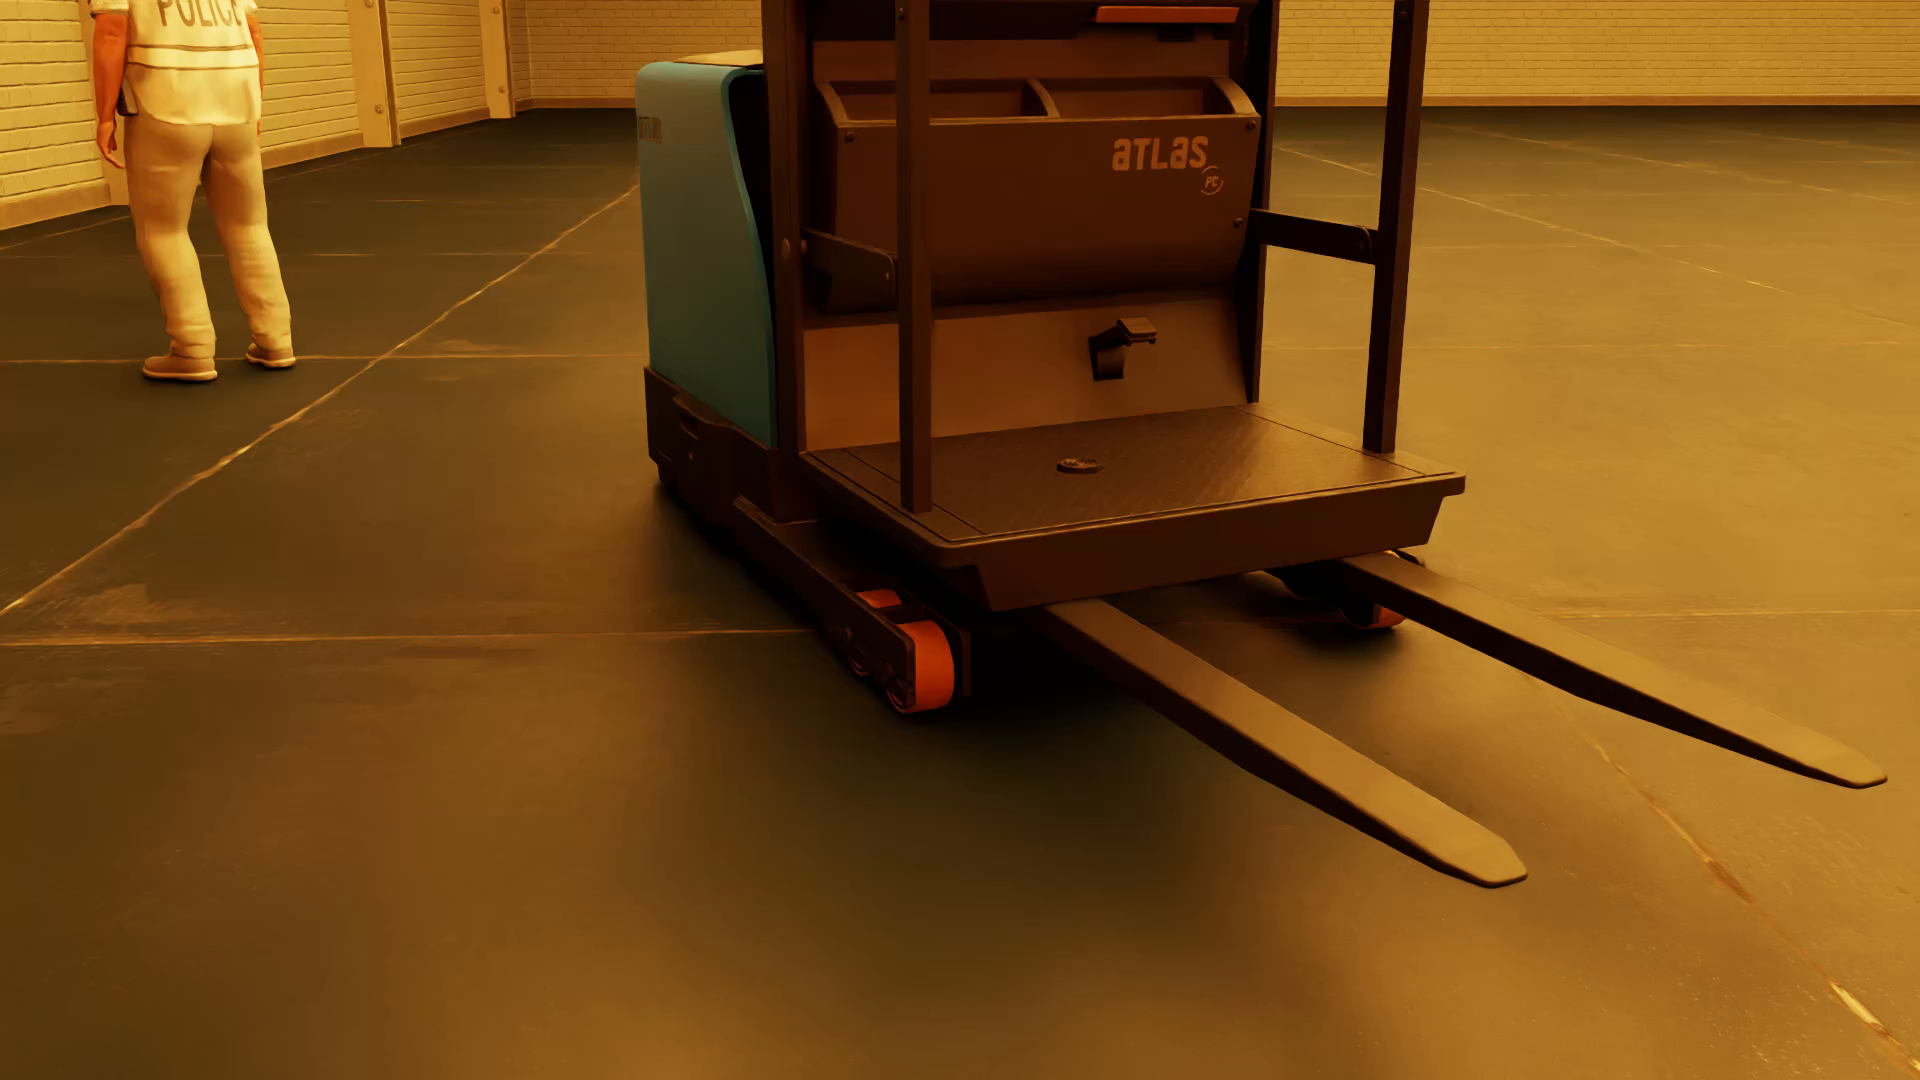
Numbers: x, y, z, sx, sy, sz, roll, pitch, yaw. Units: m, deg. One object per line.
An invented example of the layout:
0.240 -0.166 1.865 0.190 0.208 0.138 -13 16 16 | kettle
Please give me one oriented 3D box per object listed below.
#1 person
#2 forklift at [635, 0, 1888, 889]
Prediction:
-2.575 -1.417 5.556 0.438 1.750 0.607 12 21 34 | person
0.258 -1.240 2.962 1.130 2.935 3.031 -8 19 -24 | forklift
